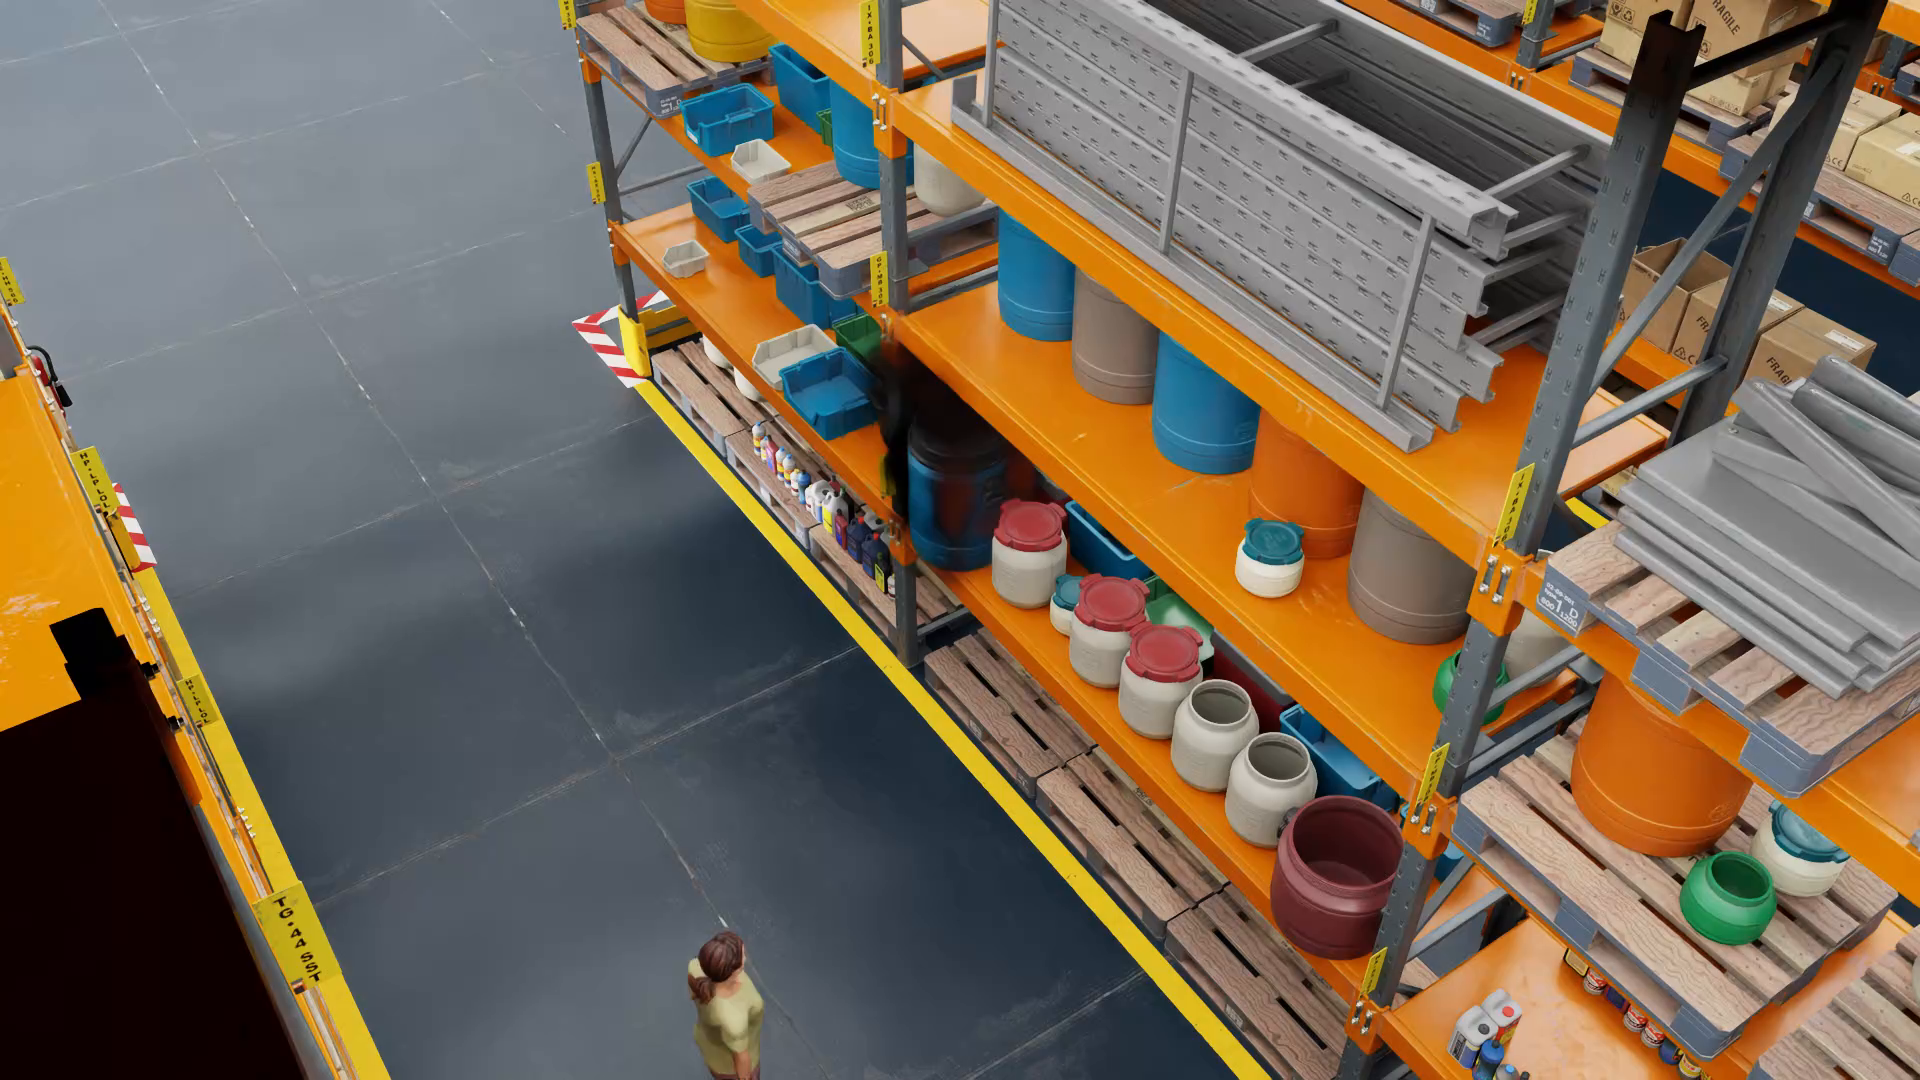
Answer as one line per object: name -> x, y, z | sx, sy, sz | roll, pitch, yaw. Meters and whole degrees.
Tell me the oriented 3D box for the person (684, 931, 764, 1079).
person -> -1.002, 2.310, 7.581 | 0.363, 1.663, 0.457 | -21, 47, -21
